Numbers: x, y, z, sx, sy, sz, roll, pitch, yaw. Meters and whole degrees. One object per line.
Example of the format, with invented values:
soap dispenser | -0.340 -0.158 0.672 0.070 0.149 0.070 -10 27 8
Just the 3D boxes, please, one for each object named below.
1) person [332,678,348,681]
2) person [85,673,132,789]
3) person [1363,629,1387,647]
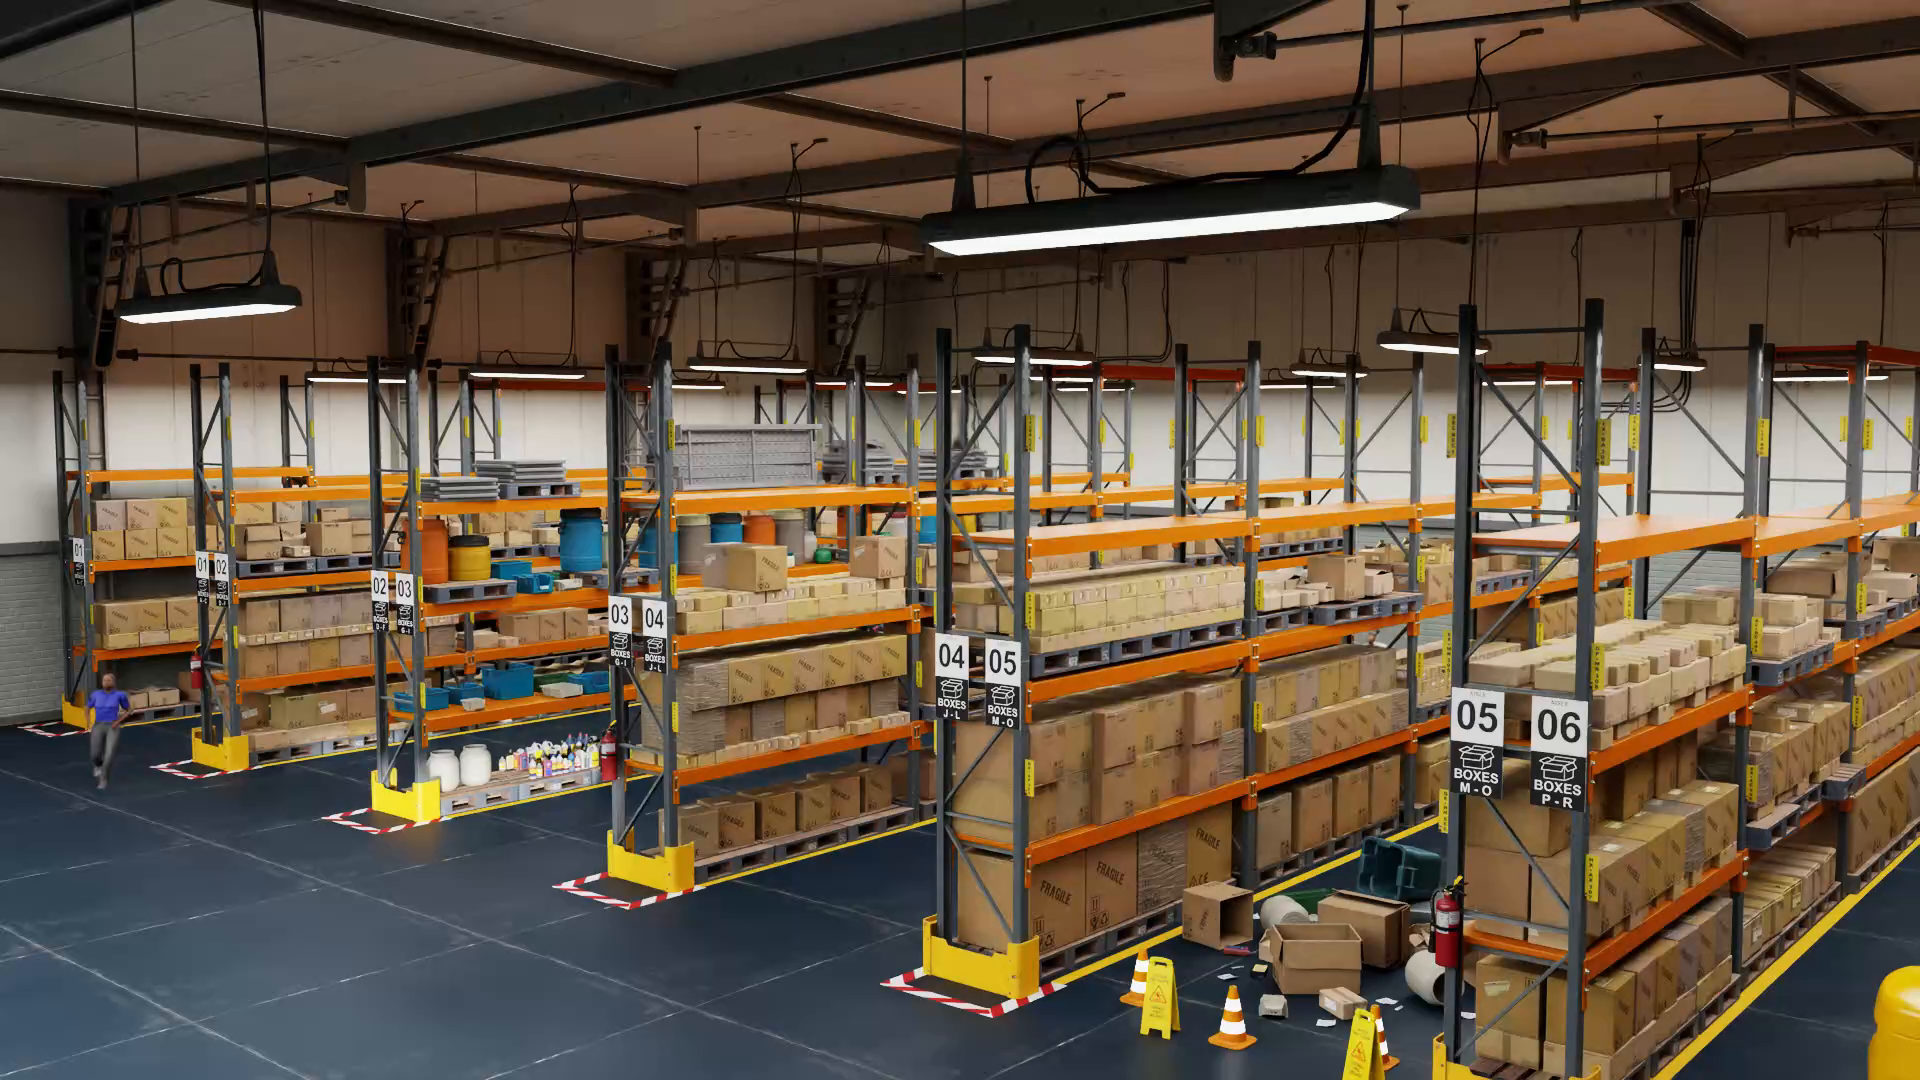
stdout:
person | -10.331 2.268 28.006 0.705 1.742 0.831 4 5 41
person | -12.034 2.676 23.508 0.602 1.612 0.524 -1 4 -18
person | 7.009 2.297 28.242 0.648 1.650 0.499 3 5 36
